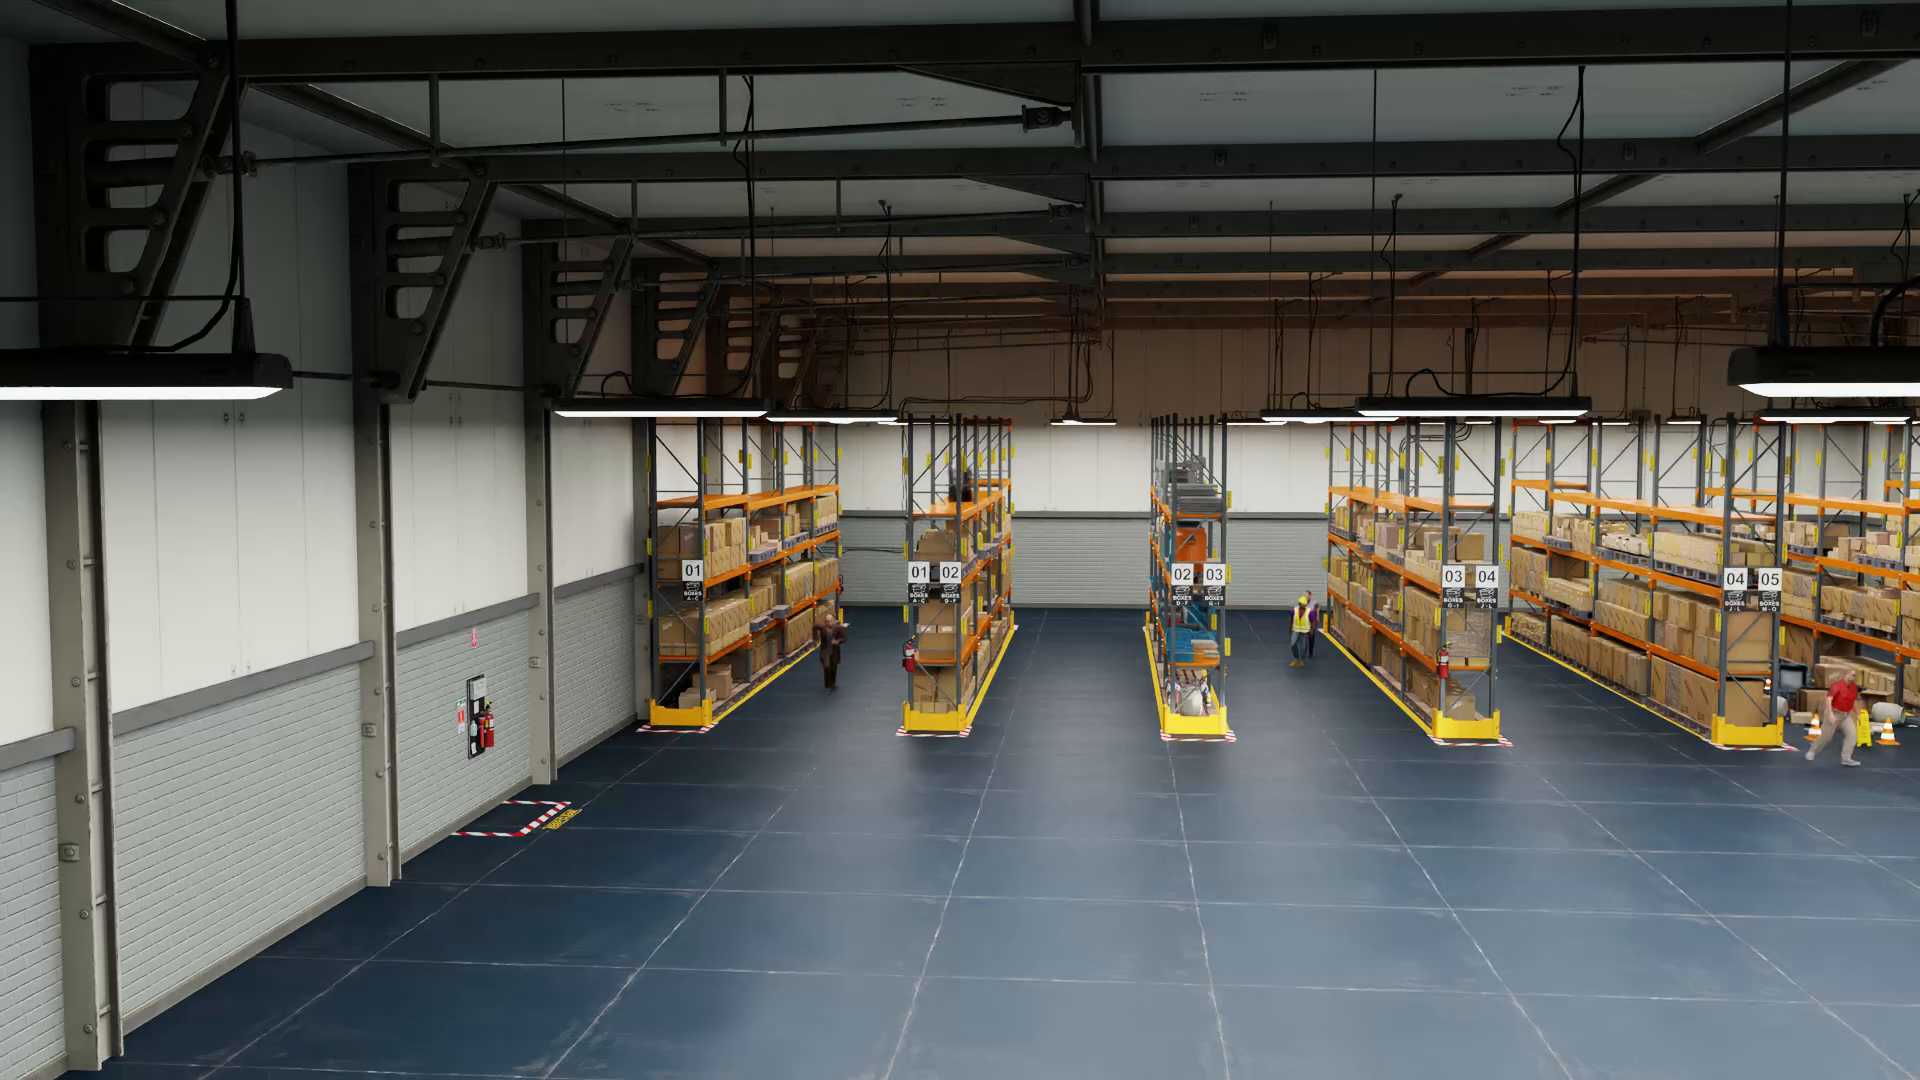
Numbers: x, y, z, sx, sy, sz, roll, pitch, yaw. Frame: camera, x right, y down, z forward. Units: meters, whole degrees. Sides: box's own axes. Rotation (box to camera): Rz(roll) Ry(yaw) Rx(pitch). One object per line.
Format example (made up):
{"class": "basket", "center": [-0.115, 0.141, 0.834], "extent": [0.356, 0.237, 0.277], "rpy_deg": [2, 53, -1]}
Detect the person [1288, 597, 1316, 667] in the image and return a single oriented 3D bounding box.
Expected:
{"class": "person", "center": [8.154, 2.182, 39.652], "extent": [0.687, 1.699, 0.772], "rpy_deg": [1, 4, 18]}

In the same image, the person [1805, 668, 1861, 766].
{"class": "person", "center": [14.947, 2.985, 28.385], "extent": [0.739, 1.660, 0.871], "rpy_deg": [-2, 4, -21]}

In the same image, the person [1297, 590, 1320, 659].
{"class": "person", "center": [8.690, 2.105, 41.580], "extent": [0.588, 1.708, 0.840], "rpy_deg": [1, 4, 11]}

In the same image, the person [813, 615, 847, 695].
{"class": "person", "center": [-2.817, 2.474, 35.965], "extent": [0.747, 1.774, 1.025], "rpy_deg": [0, 4, -1]}
